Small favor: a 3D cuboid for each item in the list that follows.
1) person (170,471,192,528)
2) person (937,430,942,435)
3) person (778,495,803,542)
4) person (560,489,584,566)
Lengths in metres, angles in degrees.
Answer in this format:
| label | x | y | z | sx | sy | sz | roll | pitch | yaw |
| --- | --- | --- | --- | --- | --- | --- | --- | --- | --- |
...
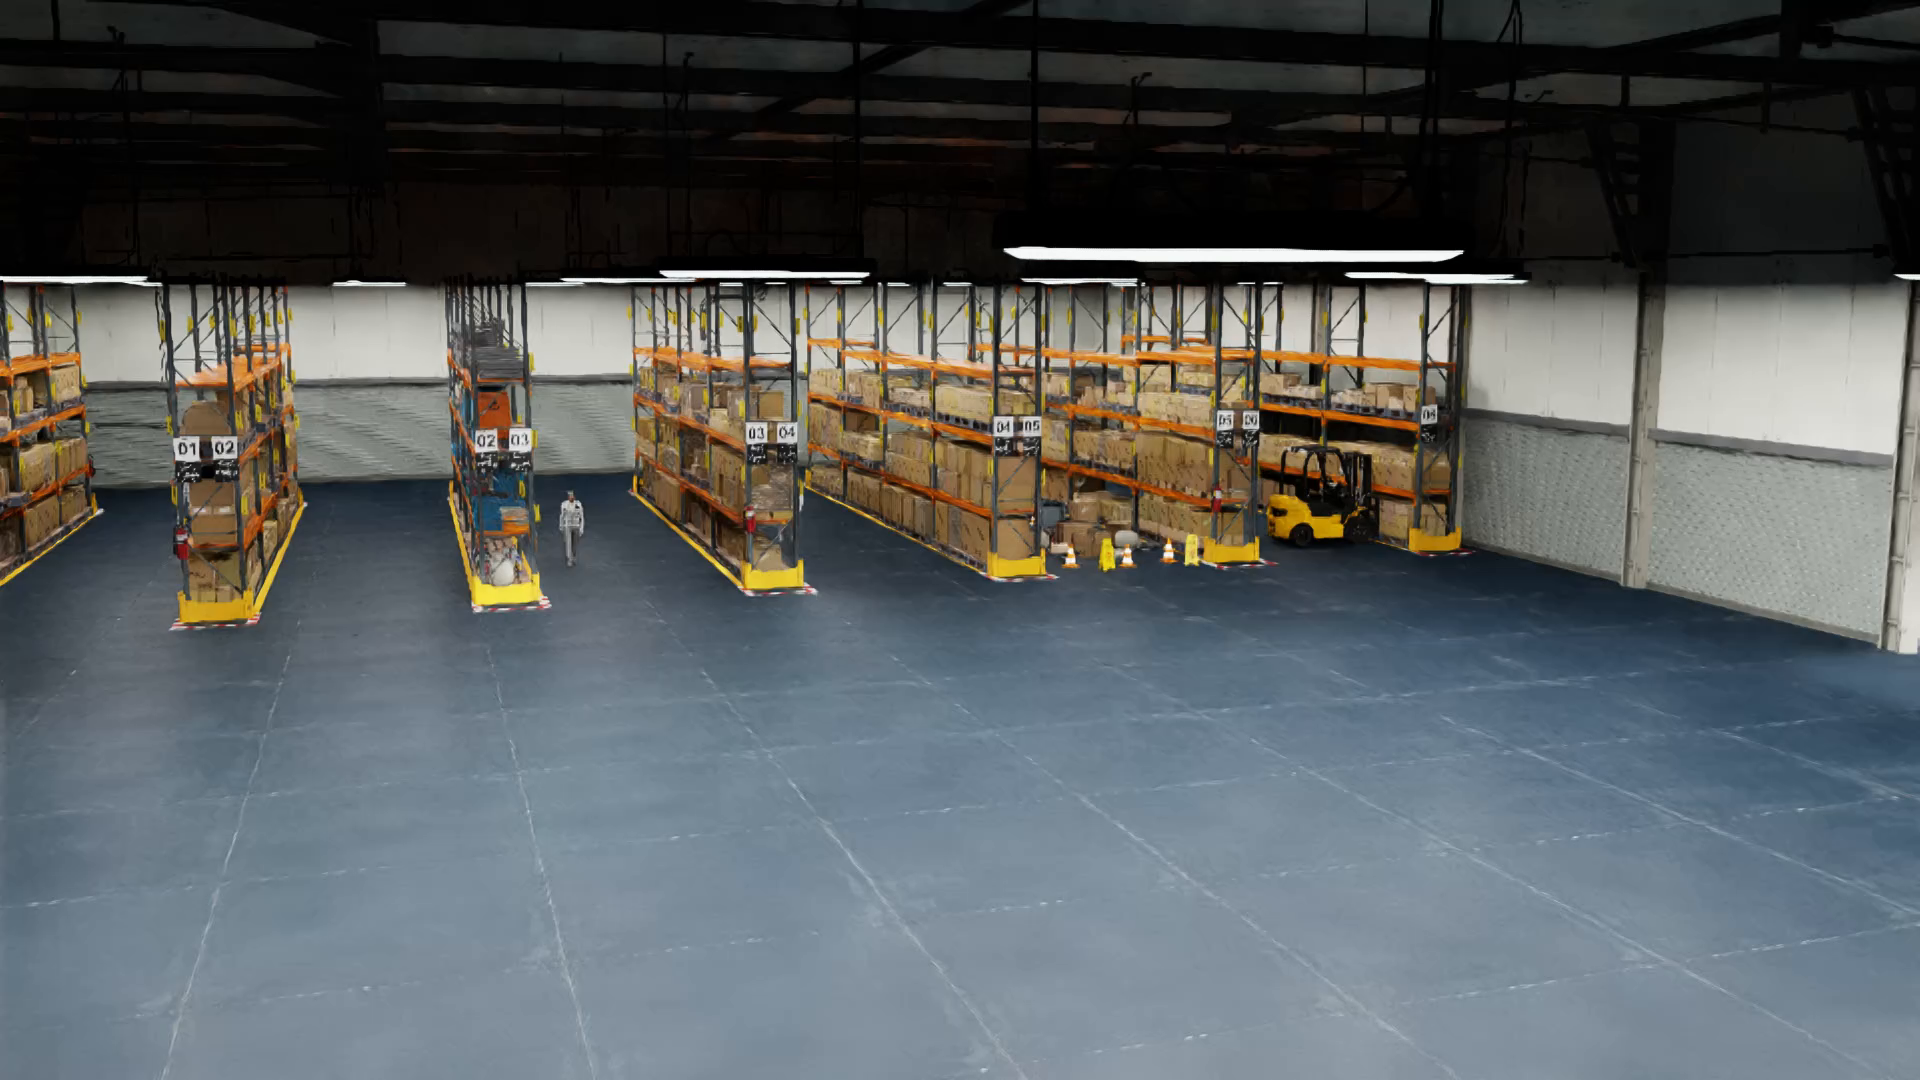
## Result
| label | x | y | z | sx | sy | sz | roll | pitch | yaw |
| --- | --- | --- | --- | --- | --- | --- | --- | --- | --- |
| person | -18.528 | -1.127 | 39.820 | 0.677 | 1.742 | 0.552 | -3 | 9 | -20 |
| person | -0.696 | -2.590 | 49.464 | 0.536 | 1.723 | 0.667 | -6 | 10 | -33 |
| person | -3.866 | -0.758 | 37.739 | 0.639 | 1.632 | 0.506 | -3 | 9 | -21 |
| person | -8.048 | -0.290 | 34.571 | 0.489 | 1.588 | 1.065 | -3 | 9 | -21 |
